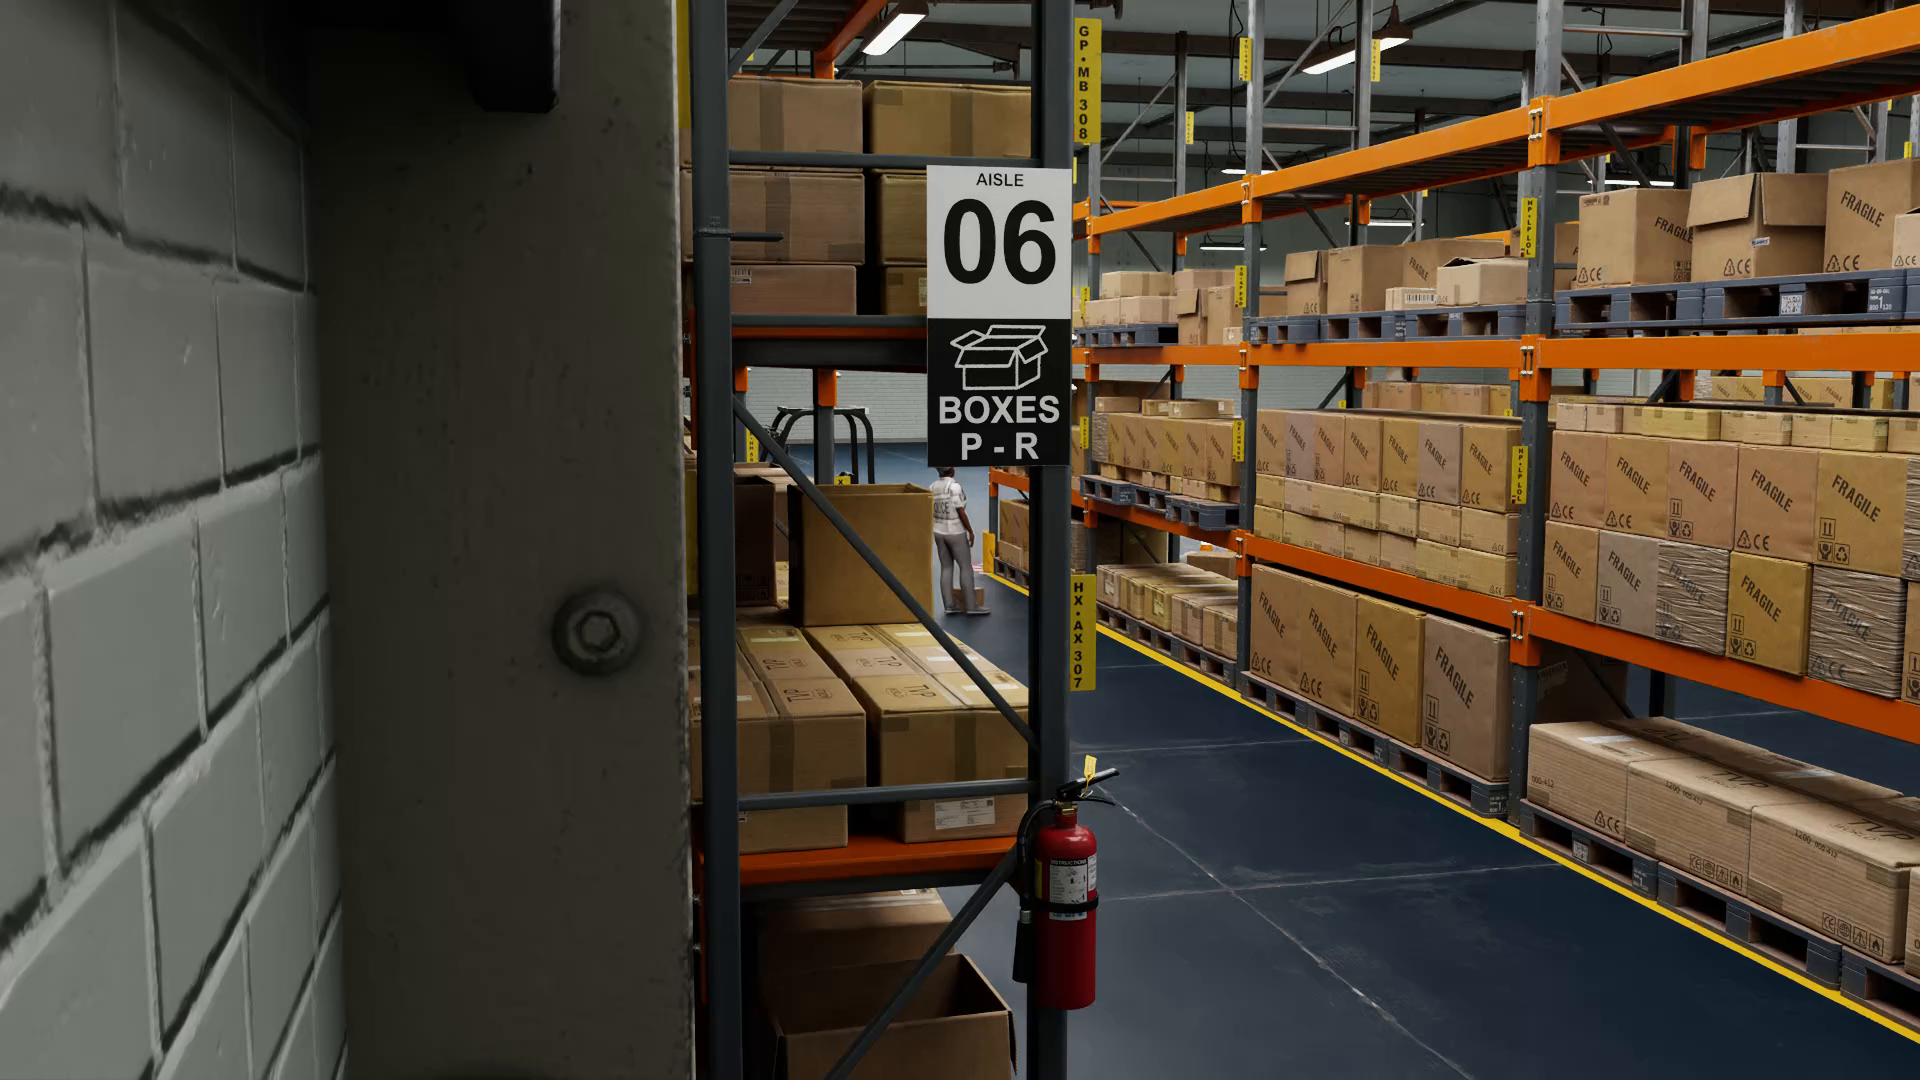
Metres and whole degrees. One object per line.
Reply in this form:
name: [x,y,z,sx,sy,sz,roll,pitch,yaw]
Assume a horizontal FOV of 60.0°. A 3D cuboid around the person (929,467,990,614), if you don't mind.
person: [-0.036,-0.067,17.556,0.569,1.695,0.529,6,9,44]
